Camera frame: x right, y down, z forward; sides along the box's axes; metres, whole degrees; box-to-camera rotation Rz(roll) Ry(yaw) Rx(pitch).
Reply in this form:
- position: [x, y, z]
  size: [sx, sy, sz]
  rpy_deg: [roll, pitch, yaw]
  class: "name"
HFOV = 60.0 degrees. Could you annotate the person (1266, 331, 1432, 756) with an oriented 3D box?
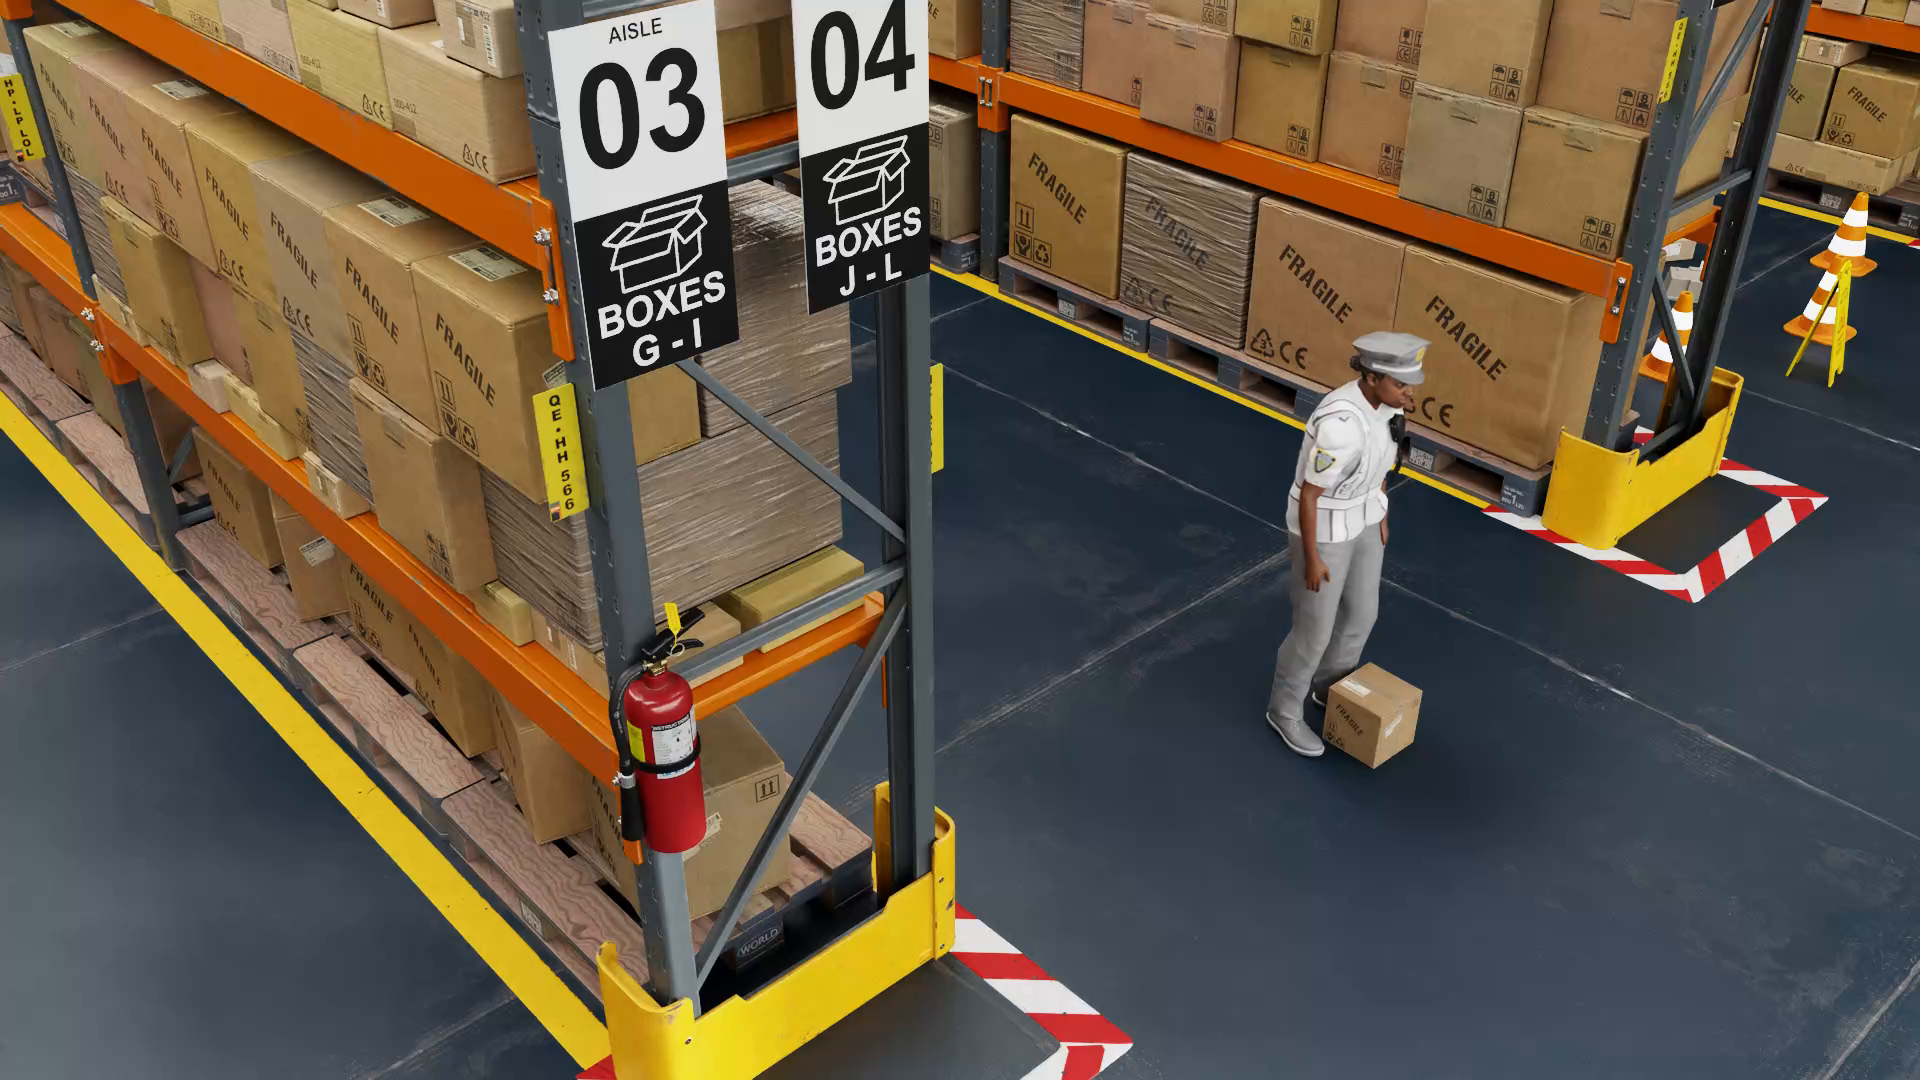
- position: [1.423, -0.006, 6.148]
  size: [0.517, 1.657, 0.417]
  rpy_deg: [-27, 41, -36]
  class: "person"
